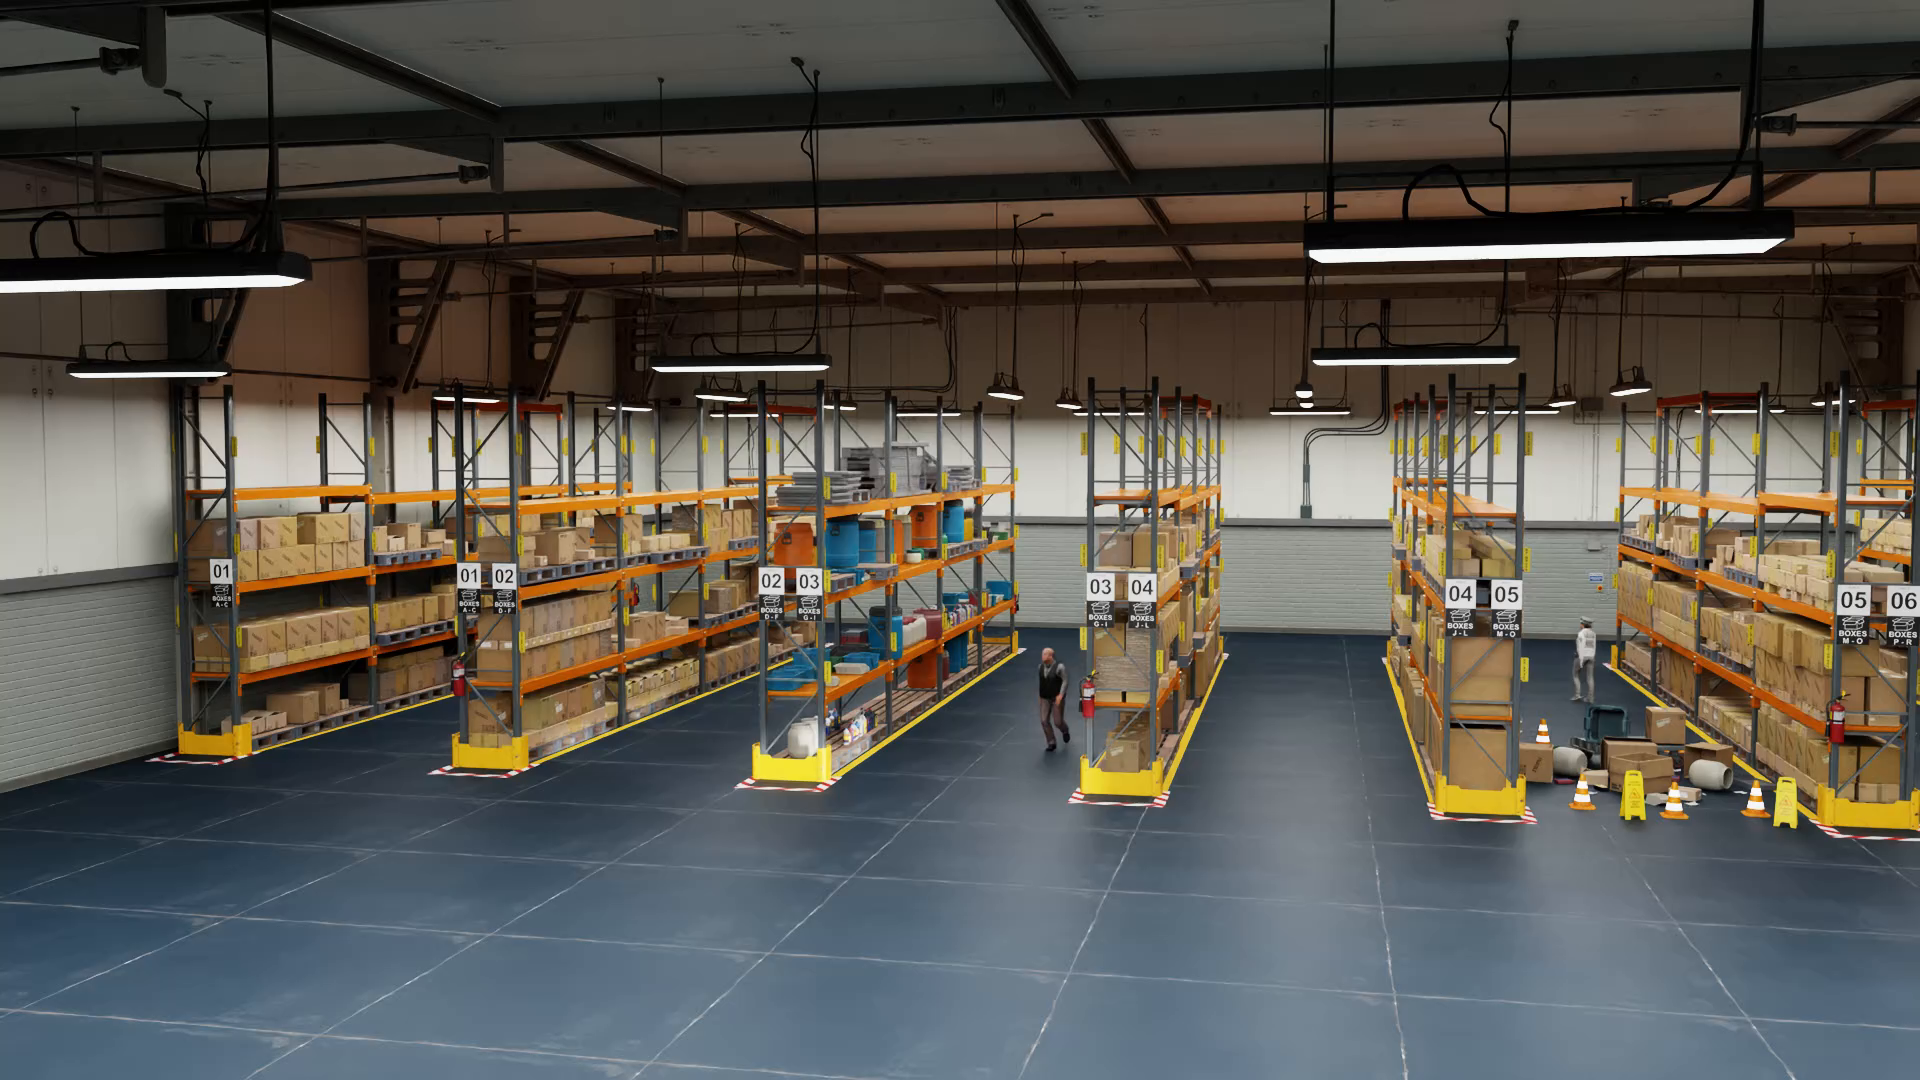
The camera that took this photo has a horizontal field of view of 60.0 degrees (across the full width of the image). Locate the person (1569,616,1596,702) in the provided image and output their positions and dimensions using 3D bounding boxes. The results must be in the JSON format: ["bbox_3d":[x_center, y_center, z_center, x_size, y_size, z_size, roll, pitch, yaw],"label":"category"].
[{"bbox_3d":[12.277,2.357,32.555,0.476,1.712,0.530,0,3,-7],"label":"person"}]

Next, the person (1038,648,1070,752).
[{"bbox_3d":[1.547,2.624,27.537,0.595,1.692,0.630,2,4,28],"label":"person"}]
